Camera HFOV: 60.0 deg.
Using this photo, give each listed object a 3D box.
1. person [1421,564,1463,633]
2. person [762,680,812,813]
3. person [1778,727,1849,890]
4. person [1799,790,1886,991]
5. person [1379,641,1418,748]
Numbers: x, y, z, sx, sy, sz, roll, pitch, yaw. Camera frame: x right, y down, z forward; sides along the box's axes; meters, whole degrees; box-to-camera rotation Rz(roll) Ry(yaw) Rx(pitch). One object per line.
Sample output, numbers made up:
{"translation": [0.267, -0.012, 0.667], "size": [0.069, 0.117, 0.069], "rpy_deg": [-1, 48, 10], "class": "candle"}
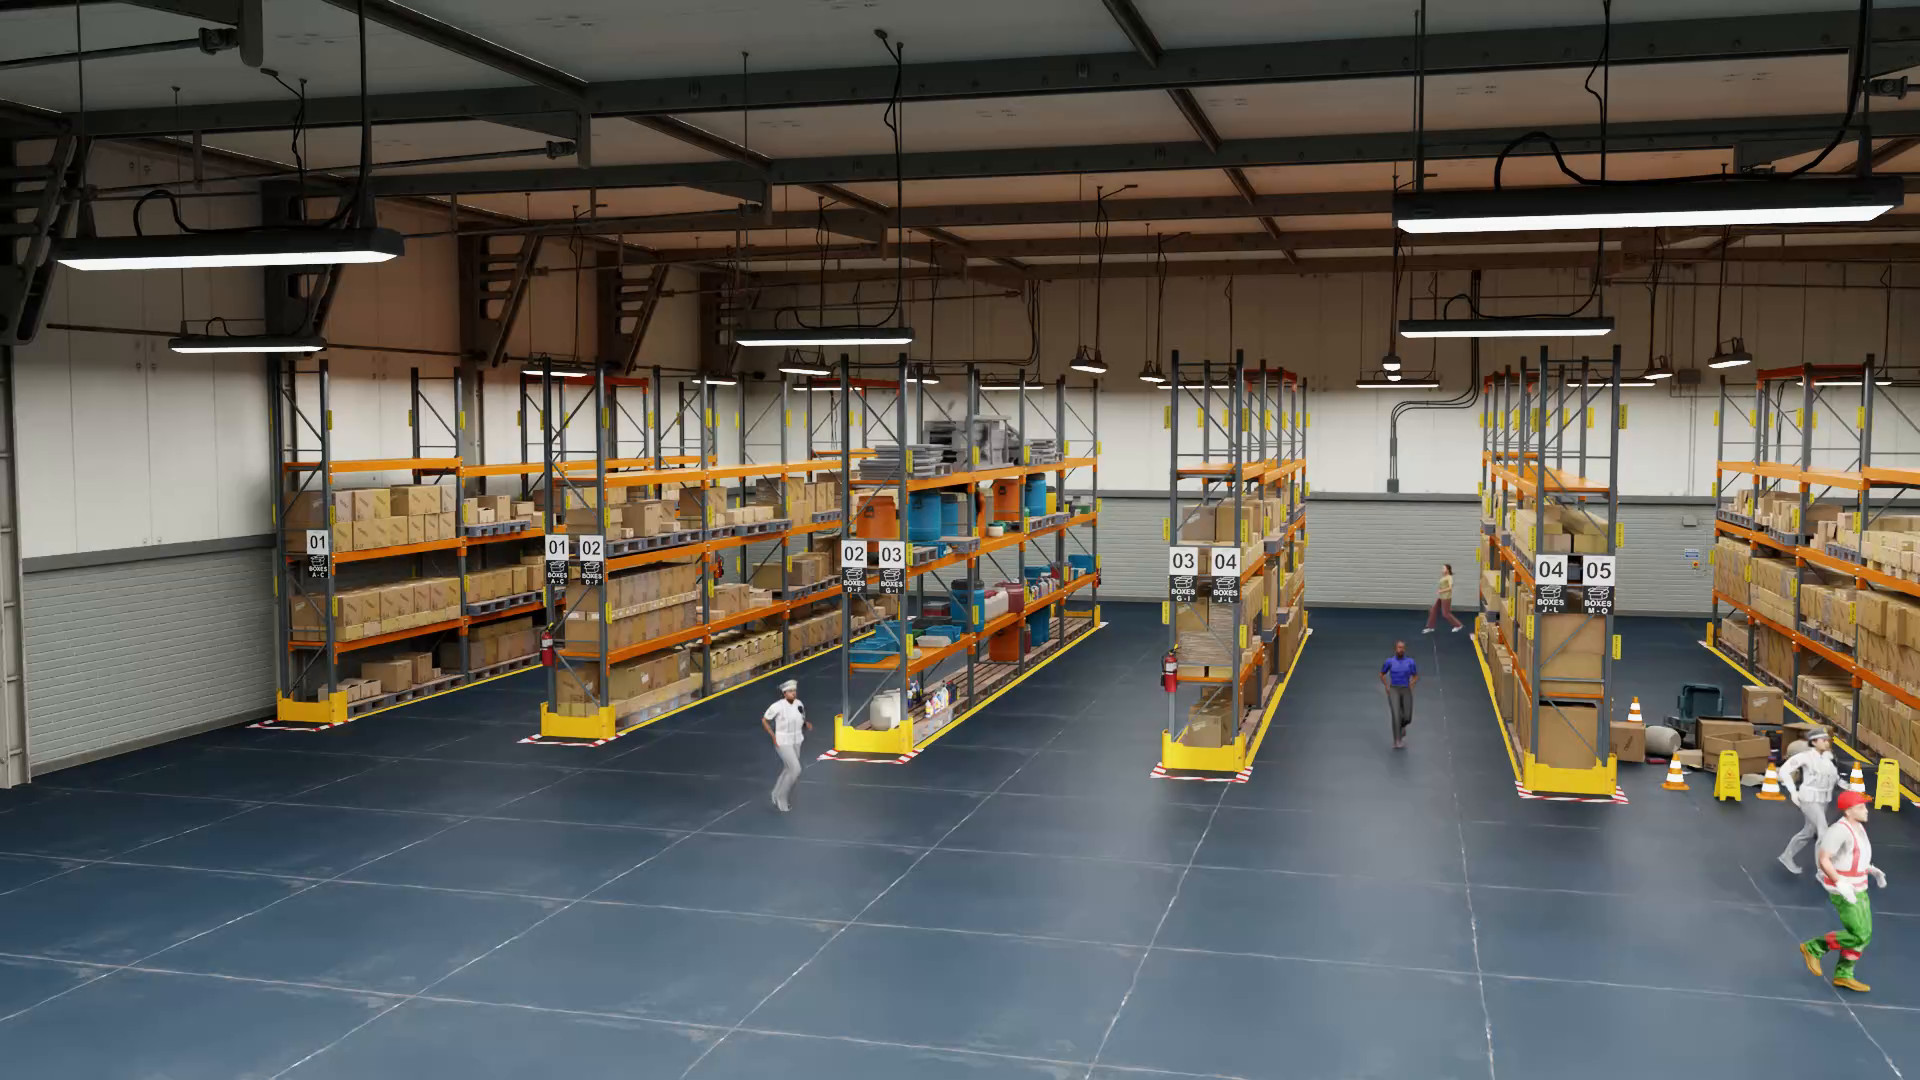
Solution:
{"translation": [11.322, 1.375, 38.920], "size": [0.938, 1.648, 0.603], "rpy_deg": [0, 4, -1], "class": "person"}
{"translation": [-2.174, 2.645, 21.339], "size": [0.682, 1.708, 0.549], "rpy_deg": [4, 6, 42], "class": "person"}
{"translation": [9.254, 2.868, 18.017], "size": [0.599, 1.745, 0.751], "rpy_deg": [-2, 5, -29], "class": "person"}
{"translation": [7.808, 3.074, 14.708], "size": [0.678, 1.756, 0.593], "rpy_deg": [-4, 6, -43], "class": "person"}
{"translation": [6.753, 2.357, 25.584], "size": [0.581, 1.608, 0.642], "rpy_deg": [0, 4, 6], "class": "person"}
